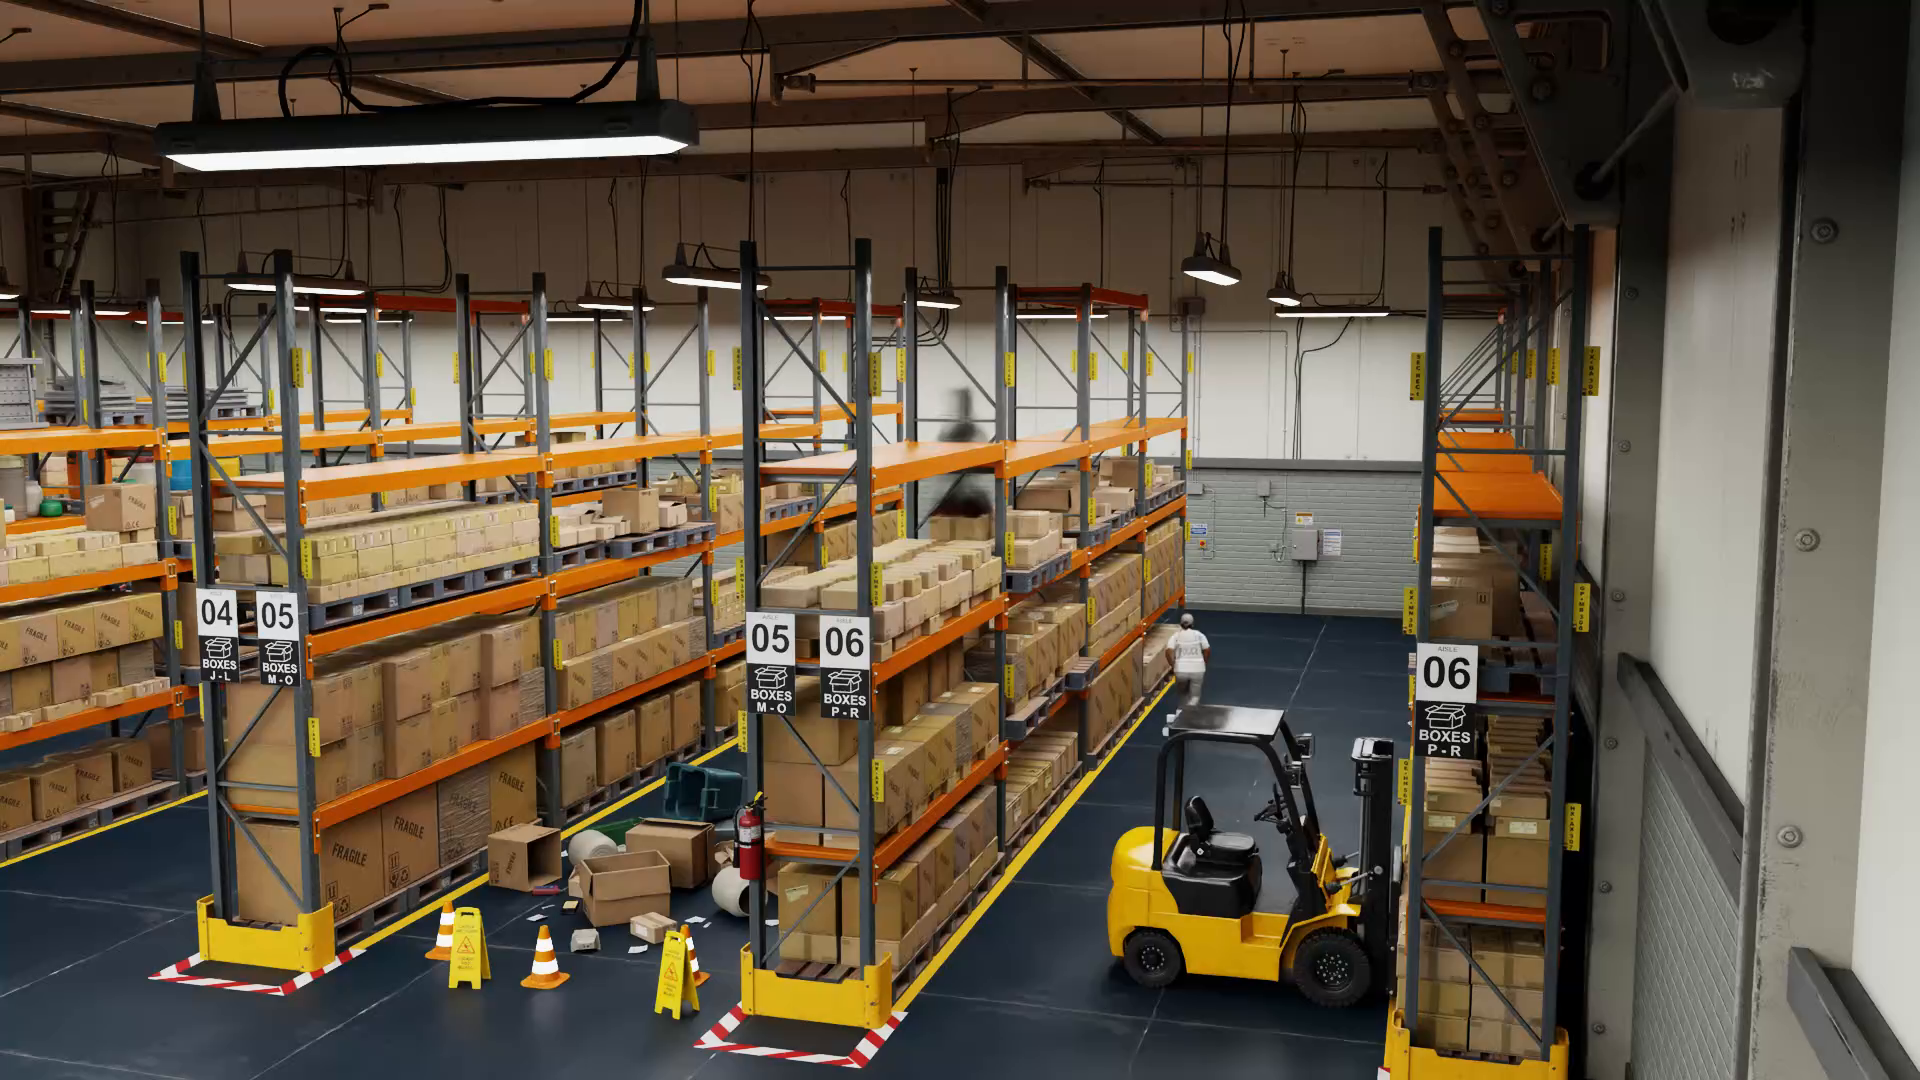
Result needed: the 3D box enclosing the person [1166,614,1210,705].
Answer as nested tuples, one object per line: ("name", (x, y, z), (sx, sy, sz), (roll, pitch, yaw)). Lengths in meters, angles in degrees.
("person", (3.089, 1.801, 22.592), (0.580, 1.544, 0.767), (1, 7, 12))
